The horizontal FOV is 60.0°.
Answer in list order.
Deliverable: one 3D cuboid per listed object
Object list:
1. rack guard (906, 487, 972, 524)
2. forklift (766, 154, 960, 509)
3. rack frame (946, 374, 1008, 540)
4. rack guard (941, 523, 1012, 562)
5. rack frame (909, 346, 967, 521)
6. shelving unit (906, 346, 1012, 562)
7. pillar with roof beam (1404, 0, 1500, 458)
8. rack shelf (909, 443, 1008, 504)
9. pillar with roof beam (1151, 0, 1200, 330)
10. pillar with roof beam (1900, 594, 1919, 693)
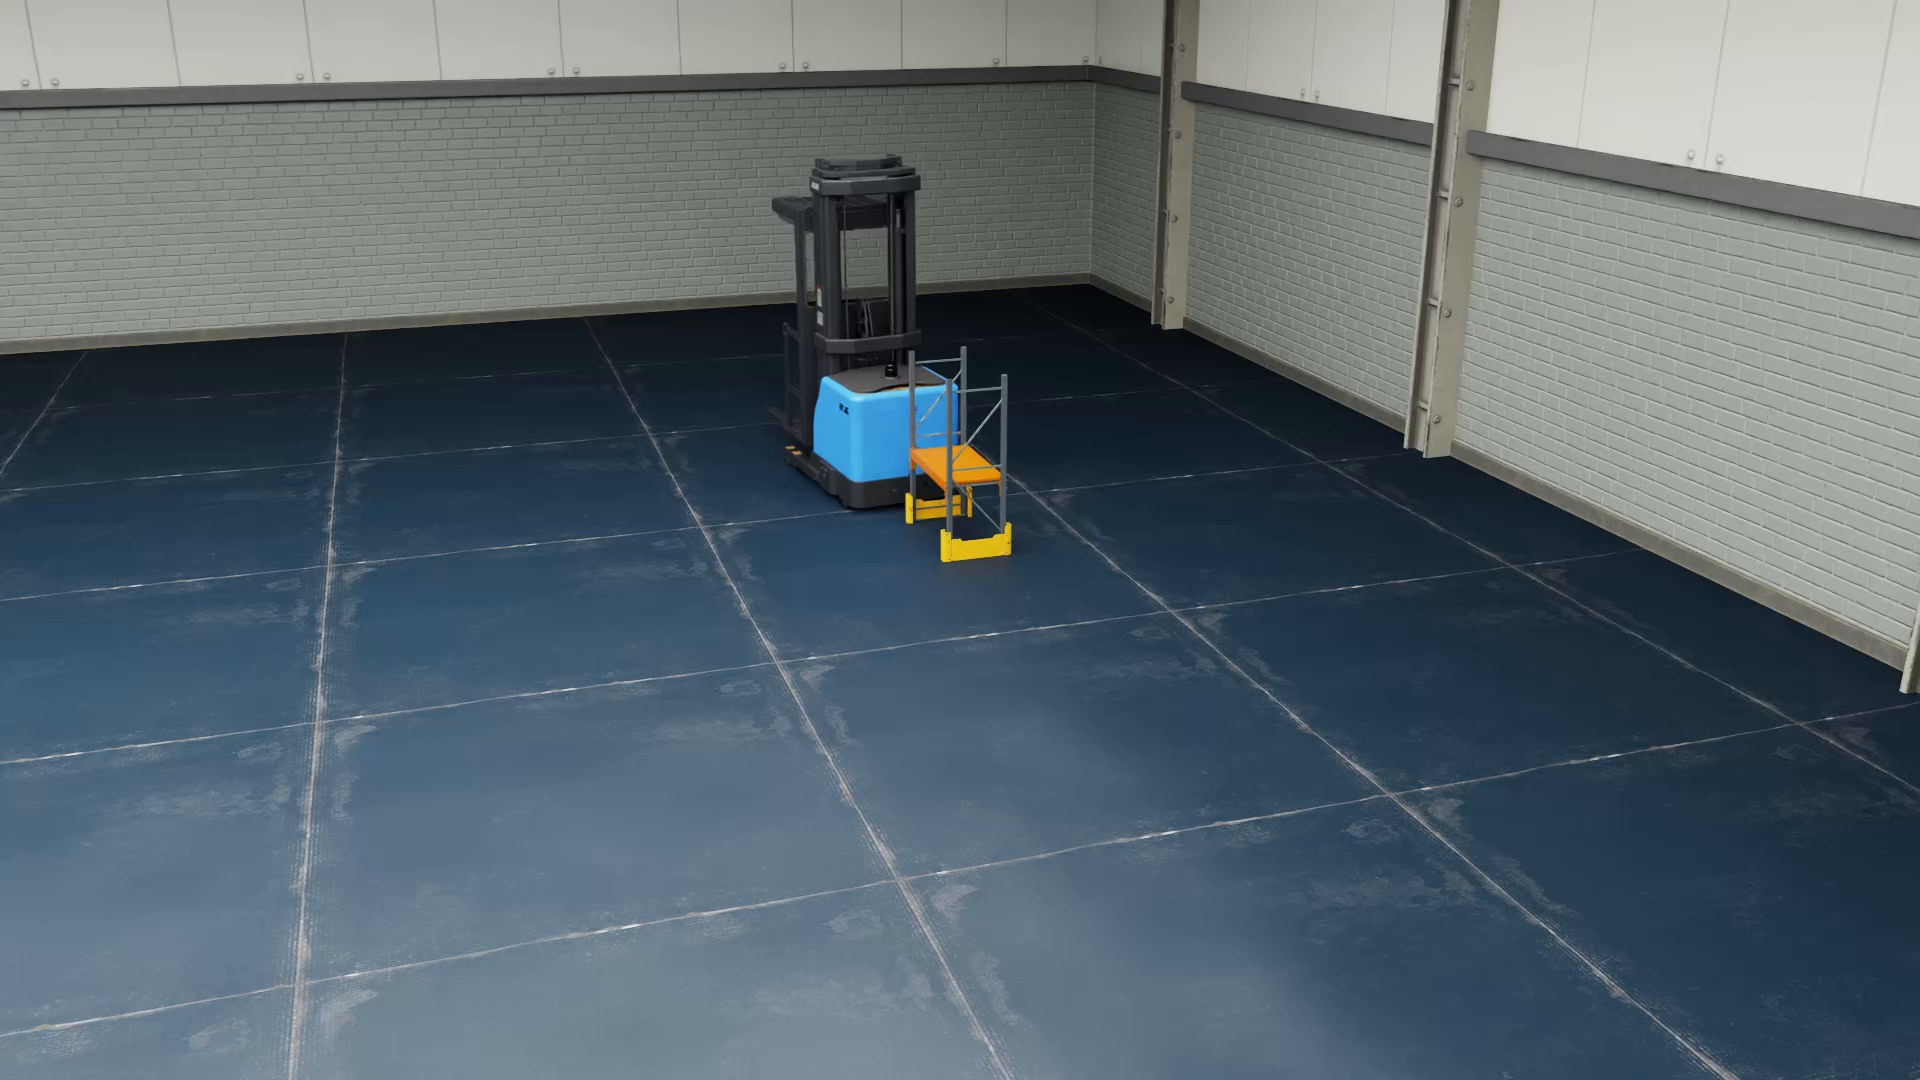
[{"bbox_3d":[-0.180,-0.302,14.387,0.587,0.250,0.087,-6,21,-17],"label":"rack guard"},{"bbox_3d":[-1.064,-2.112,15.461,1.130,2.935,3.031,-9,22,-23],"label":"forklift"},{"bbox_3d":[0.133,-0.570,13.285,0.500,1.500,0.032,-6,21,-17],"label":"rack frame"},{"bbox_3d":[0.133,0.018,13.497,0.587,0.250,0.087,-6,21,-17],"label":"rack guard"},{"bbox_3d":[-0.187,-0.896,14.193,0.500,1.500,0.032,-6,21,-17],"label":"rack frame"},{"bbox_3d":[-0.024,-0.730,13.731,0.587,1.500,1.083,-6,21,-17],"label":"shelving unit"},{"bbox_3d":[0.514,-4.652,13.557,9.100,9.000,0.400,-6,21,-17],"label":"pillar with roof beam"},{"bbox_3d":[-0.027,-0.564,13.800,0.538,0.185,1.000,-6,21,-17],"label":"rack shelf"},{"bbox_3d":[-1.372,-6.578,18.917,9.100,9.000,0.400,-6,21,-17],"label":"pillar with roof beam"},{"bbox_3d":[2.400,-2.727,8.196,9.100,9.000,0.400,-6,21,-17],"label":"pillar with roof beam"}]
